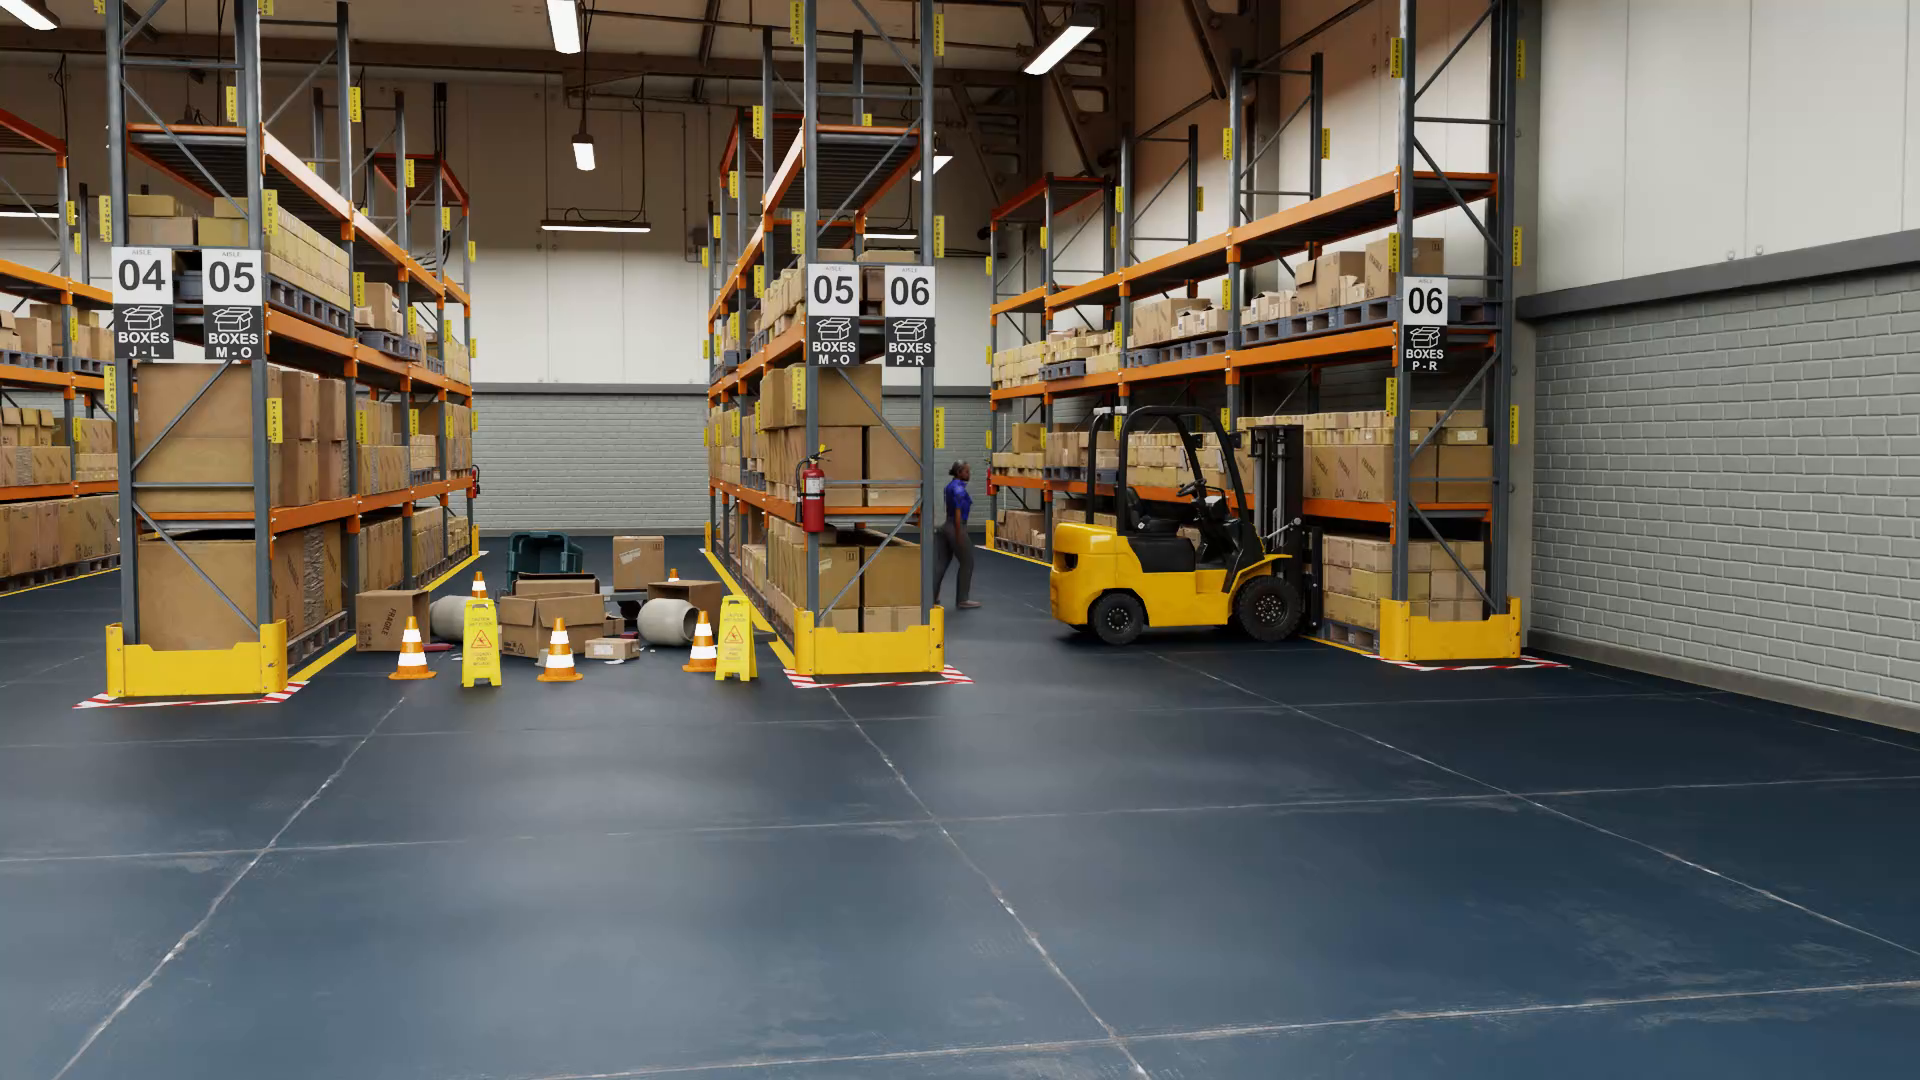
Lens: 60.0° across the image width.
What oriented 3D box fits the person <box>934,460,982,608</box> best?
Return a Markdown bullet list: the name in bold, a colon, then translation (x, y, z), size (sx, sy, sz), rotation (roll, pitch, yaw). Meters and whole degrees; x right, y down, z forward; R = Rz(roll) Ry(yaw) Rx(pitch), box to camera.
- **person**: translation (-0.082, -0.071, 18.502), size (0.588, 1.641, 0.510), rotation (-1, 3, -20)
